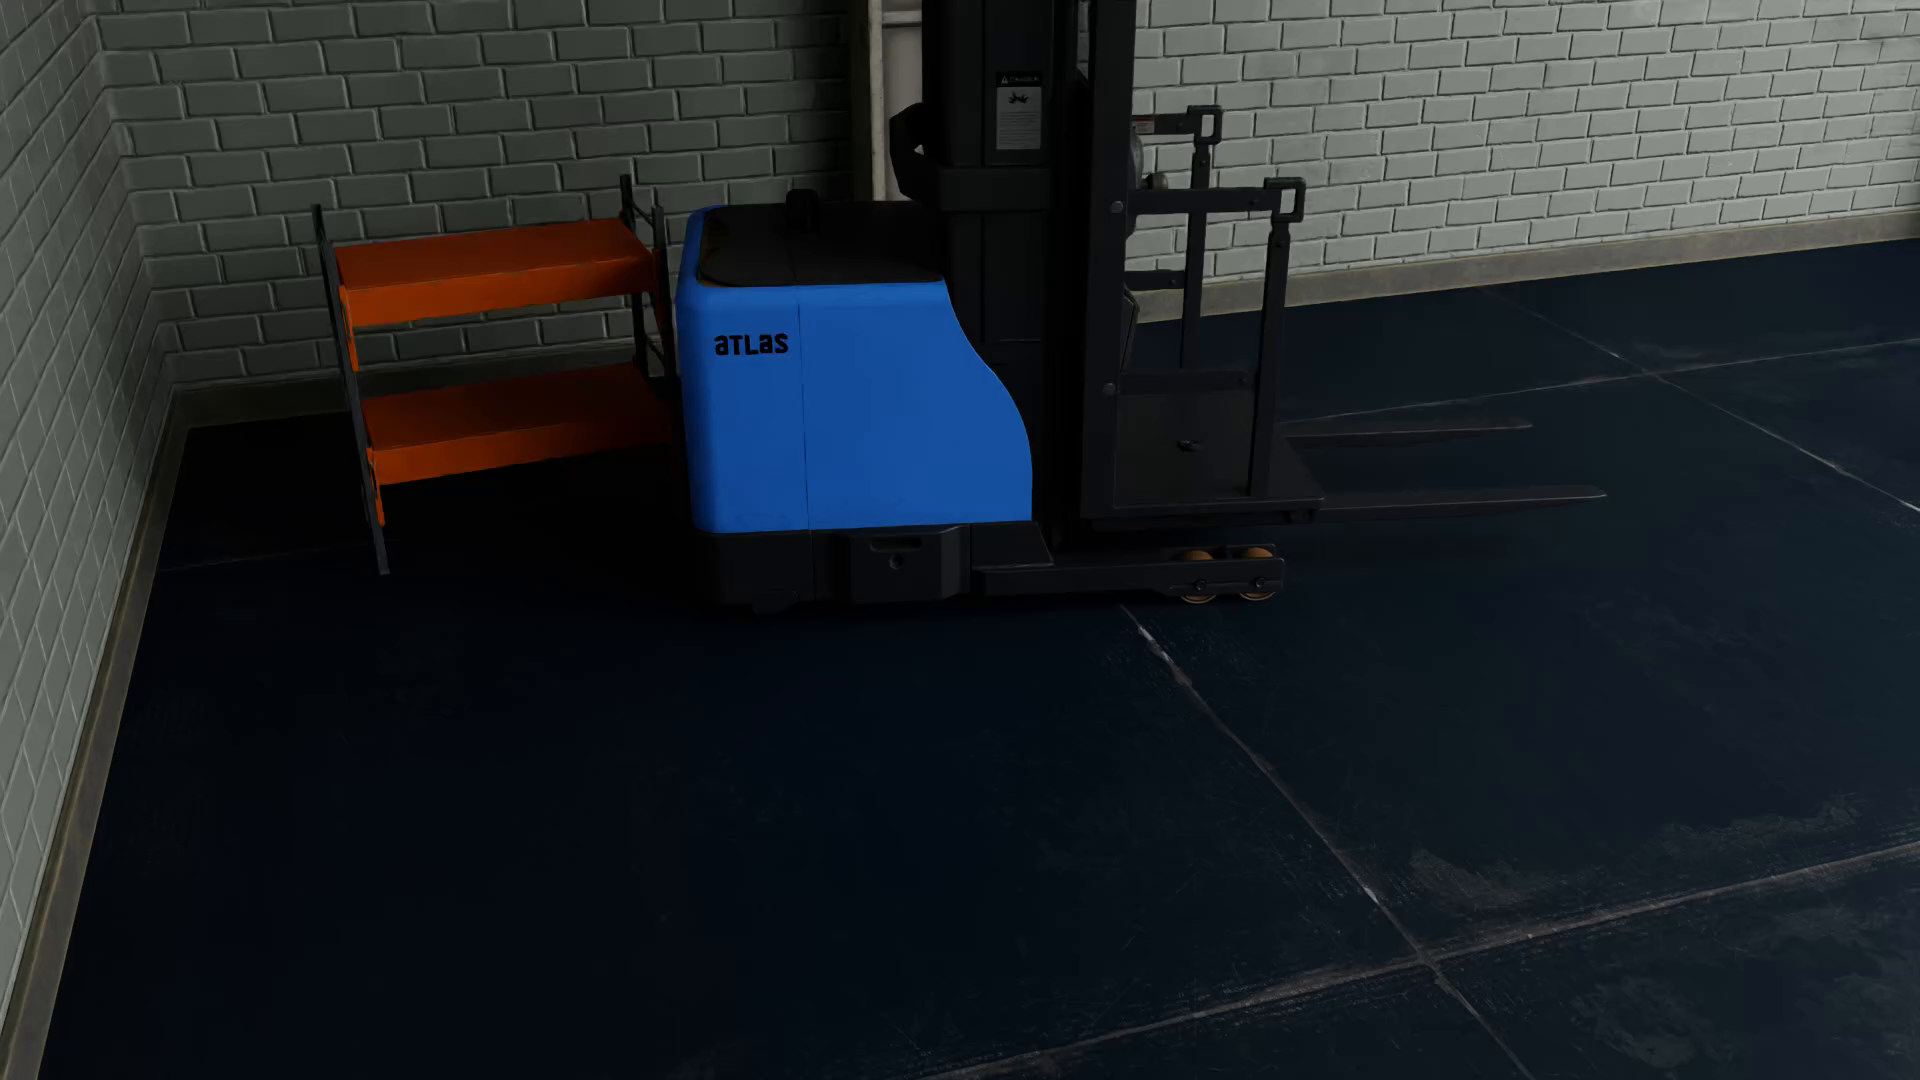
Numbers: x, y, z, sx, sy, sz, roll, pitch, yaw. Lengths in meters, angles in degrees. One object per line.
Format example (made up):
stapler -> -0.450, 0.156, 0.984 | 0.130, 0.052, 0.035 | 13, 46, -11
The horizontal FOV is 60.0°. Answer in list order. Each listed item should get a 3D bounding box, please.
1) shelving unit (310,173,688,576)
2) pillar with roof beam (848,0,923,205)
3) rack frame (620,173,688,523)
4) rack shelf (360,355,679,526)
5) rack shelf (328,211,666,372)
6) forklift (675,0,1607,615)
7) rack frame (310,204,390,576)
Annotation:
shelving unit -> -1.539, -0.579, 5.652 | 1.048, 1.125, 0.538 | -11, 28, -21
pillar with roof beam -> 1.111, -3.016, 1.706 | 0.400, 9.000, 9.100 | -8, 28, -16
rack frame -> -1.072, -0.668, 5.831 | 0.032, 1.125, 0.500 | -11, 28, -21
rack shelf -> -1.539, -0.360, 5.761 | 1.000, 0.278, 0.538 | -11, 28, -21
rack shelf -> -1.539, -0.842, 5.522 | 1.000, 0.278, 0.538 | -11, 28, -21
forklift -> 0.621, -1.341, 5.155 | 3.031, 2.935, 1.130 | -3, 27, -5
rack frame -> -2.007, -0.490, 5.473 | 0.032, 1.125, 0.500 | -11, 28, -21
